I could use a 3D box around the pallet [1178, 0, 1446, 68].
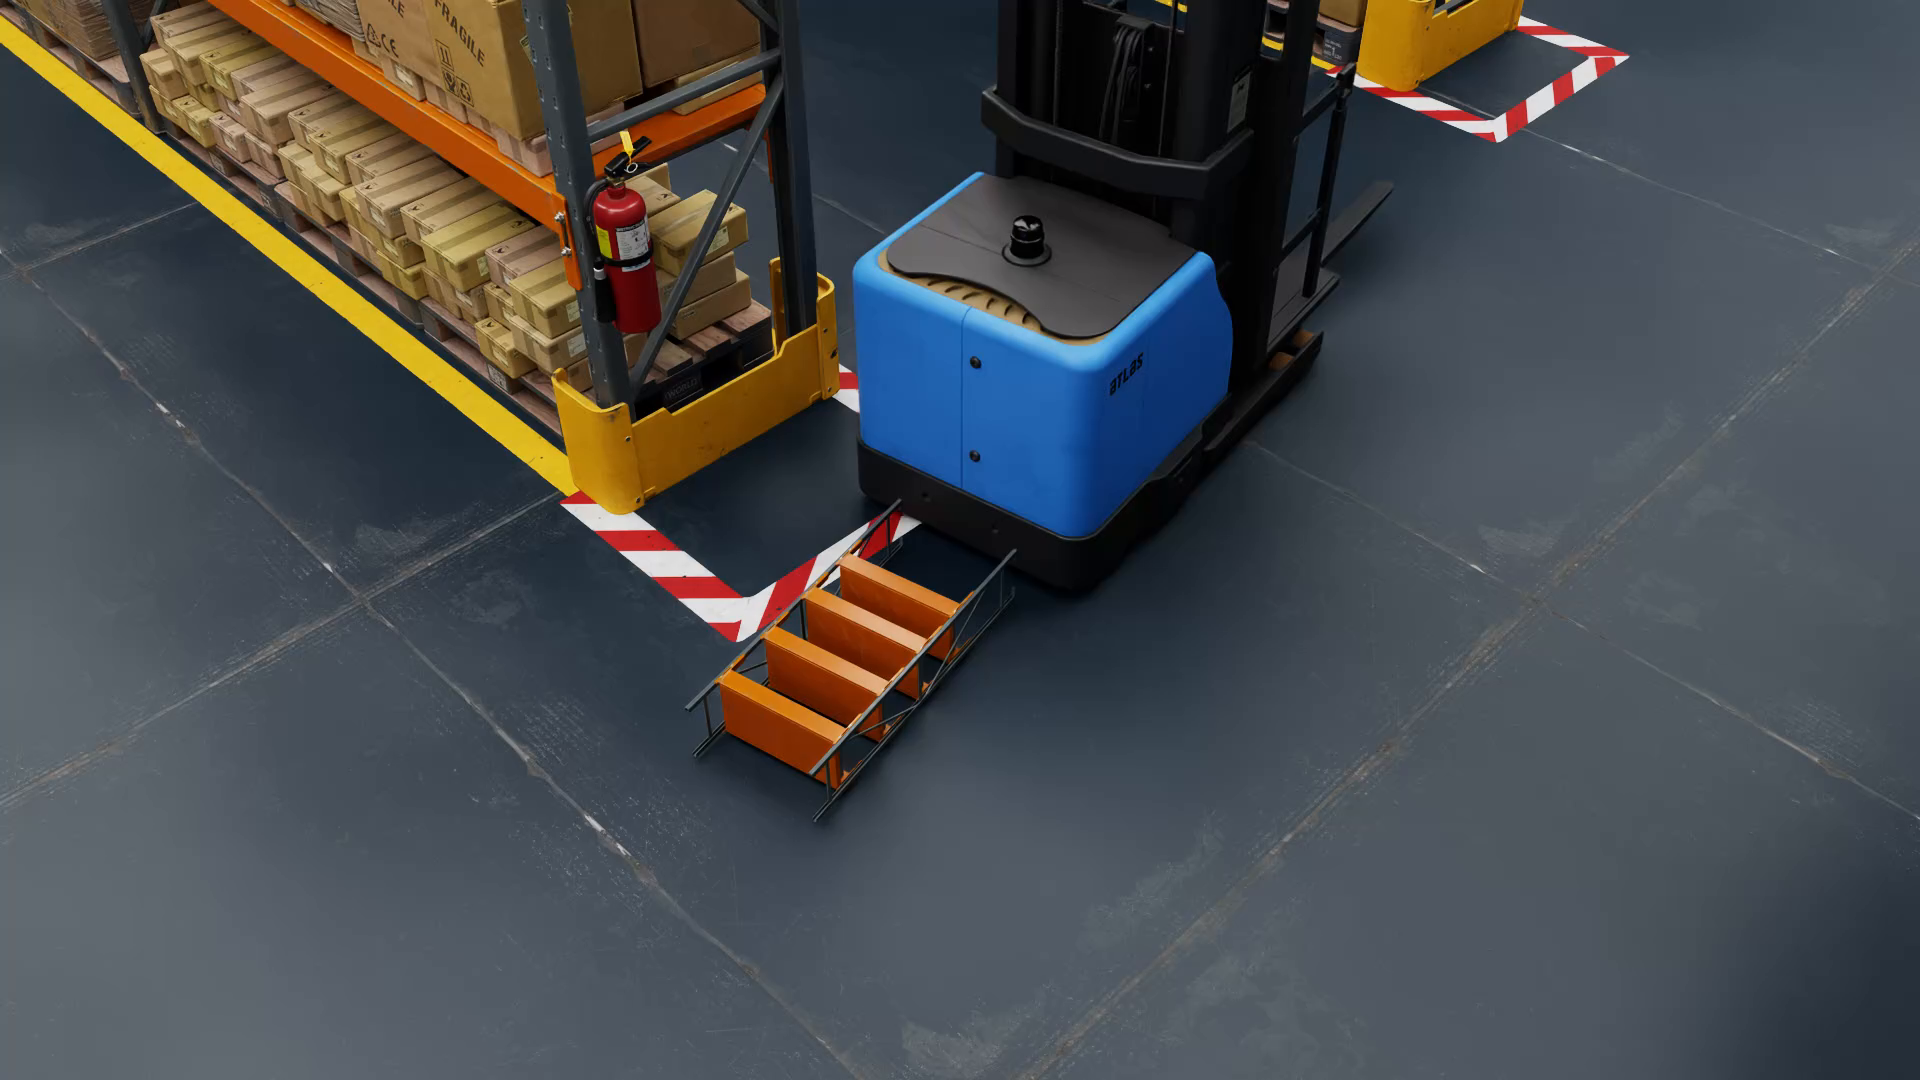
[{"bbox_3d":[2.009,-3.156,9.510,1.003,0.211,1.213,-34,53,-31],"label":"pallet"}]

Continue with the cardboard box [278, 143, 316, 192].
[{"bbox_3d":[-2.810,-1.711,7.464,0.250,0.149,0.380,34,52,31],"label":"cardboard box"}]

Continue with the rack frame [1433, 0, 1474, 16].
[{"bbox_3d":[2.629,-3.833,8.188,1.000,3.000,0.127,-34,53,-31],"label":"rack frame"}]

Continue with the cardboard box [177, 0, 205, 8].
[{"bbox_3d":[-4.113,-3.145,8.976,0.500,0.500,0.500,-32,51,-30],"label":"cardboard box"}]

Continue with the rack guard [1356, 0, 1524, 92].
[{"bbox_3d":[2.646,-2.904,9.024,1.175,0.500,0.348,-34,53,-31],"label":"rack guard"}]

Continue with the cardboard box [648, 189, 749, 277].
[{"bbox_3d":[-1.083,-1.245,6.740,0.250,0.149,0.380,32,51,30],"label":"cardboard box"}]

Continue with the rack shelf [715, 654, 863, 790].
[{"bbox_3d":[-0.550,0.595,5.390,0.480,0.258,0.148,24,48,24],"label":"rack shelf"}]

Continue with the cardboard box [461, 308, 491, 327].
[{"bbox_3d":[-1.852,-1.008,6.922,0.250,0.149,0.380,34,52,31],"label":"cardboard box"}]

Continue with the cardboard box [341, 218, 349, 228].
[{"bbox_3d":[-2.564,-1.511,7.467,0.380,0.149,0.250,-33,52,-30],"label":"cardboard box"}]

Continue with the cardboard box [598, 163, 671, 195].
[{"bbox_3d":[-1.450,-1.502,7.018,0.250,0.149,0.380,34,53,31],"label":"cardboard box"}]

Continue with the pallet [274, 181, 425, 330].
[{"bbox_3d":[-2.413,-1.510,7.729,1.003,0.211,1.213,-34,53,-31],"label":"pallet"}]

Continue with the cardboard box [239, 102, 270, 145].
[{"bbox_3d":[-3.121,-2.006,7.783,0.250,0.149,0.380,32,51,30],"label":"cardboard box"}]

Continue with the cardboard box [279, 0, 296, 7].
[{"bbox_3d":[-2.624,-2.325,6.741,0.380,0.149,0.250,-32,52,-30],"label":"cardboard box"}]

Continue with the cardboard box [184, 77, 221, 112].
[{"bbox_3d":[-3.507,-2.237,8.033,0.380,0.149,0.250,-34,52,-31],"label":"cardboard box"}]

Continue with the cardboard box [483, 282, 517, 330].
[{"bbox_3d":[-1.675,-0.989,6.682,0.250,0.149,0.380,33,52,31],"label":"cardboard box"}]

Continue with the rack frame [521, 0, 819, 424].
[{"bbox_3d":[-0.954,-1.505,5.668,1.000,3.000,0.127,-34,53,-31],"label":"rack frame"}]

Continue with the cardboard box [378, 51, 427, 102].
[{"bbox_3d":[-1.918,-1.796,6.168,0.380,0.149,0.250,-33,52,-30],"label":"cardboard box"}]

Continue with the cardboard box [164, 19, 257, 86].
[{"bbox_3d":[-3.529,-2.327,7.911,0.380,0.149,0.250,-31,51,-29],"label":"cardboard box"}]

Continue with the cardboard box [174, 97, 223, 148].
[{"bbox_3d":[-3.561,-2.077,8.079,0.380,0.149,0.250,-33,52,-30],"label":"cardboard box"}]

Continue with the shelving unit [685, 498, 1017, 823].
[{"bbox_3d":[-0.336,0.371,5.632,0.503,0.258,1.200,24,48,24],"label":"shelving unit"}]

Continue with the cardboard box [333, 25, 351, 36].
[{"bbox_3d":[-2.231,-2.095,6.492,0.250,0.149,0.380,32,51,30],"label":"cardboard box"}]

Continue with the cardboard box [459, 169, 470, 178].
[{"bbox_3d":[-2.111,-1.697,7.449,0.380,0.149,0.250,-31,51,-29],"label":"cardboard box"}]

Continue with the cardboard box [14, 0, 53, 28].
[{"bbox_3d":[-4.842,-3.144,8.975,0.500,0.500,0.500,33,52,30],"label":"cardboard box"}]

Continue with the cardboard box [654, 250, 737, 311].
[{"bbox_3d":[-1.142,-1.096,6.798,0.380,0.149,0.250,-32,51,-30],"label":"cardboard box"}]

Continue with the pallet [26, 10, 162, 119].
[{"bbox_3d":[-4.329,-2.776,9.099,1.003,0.211,1.213,-34,53,-31],"label":"pallet"}]

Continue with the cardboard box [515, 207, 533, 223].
[{"bbox_3d":[-2.014,-1.265,6.981,0.250,0.149,0.380,34,52,31],"label":"cardboard box"}]

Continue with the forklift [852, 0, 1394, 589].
[{"bbox_3d":[0.871,-1.863,6.106,1.130,2.935,3.031,26,48,25],"label":"forklift"}]

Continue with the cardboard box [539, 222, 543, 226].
[{"bbox_3d":[-1.623,-1.395,7.341,0.380,0.149,0.250,-33,52,-31],"label":"cardboard box"}]

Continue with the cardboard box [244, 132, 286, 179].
[{"bbox_3d":[-3.134,-1.885,7.870,0.250,0.149,0.380,33,52,31],"label":"cardboard box"}]

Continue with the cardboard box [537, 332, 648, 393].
[{"bbox_3d":[-1.473,-0.765,6.659,0.380,0.149,0.250,-33,52,-31],"label":"cardboard box"}]

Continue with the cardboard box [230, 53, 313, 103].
[{"bbox_3d":[-3.116,-2.115,7.681,0.250,0.149,0.380,33,52,30],"label":"cardboard box"}]

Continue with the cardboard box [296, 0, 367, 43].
[{"bbox_3d":[-2.178,-2.232,6.163,0.500,0.500,0.500,-34,52,-31],"label":"cardboard box"}]

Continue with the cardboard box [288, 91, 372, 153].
[{"bbox_3d":[-2.743,-1.862,7.407,0.250,0.149,0.380,32,51,30],"label":"cardboard box"}]

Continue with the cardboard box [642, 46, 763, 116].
[{"bbox_3d":[-0.950,-1.725,6.092,0.250,0.149,0.380,34,52,31],"label":"cardboard box"}]

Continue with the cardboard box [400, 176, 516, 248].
[{"bbox_3d":[-2.055,-1.330,6.832,0.250,0.149,0.380,32,52,30],"label":"cardboard box"}]

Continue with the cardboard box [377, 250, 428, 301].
[{"bbox_3d":[-2.260,-1.213,7.144,0.250,0.149,0.380,32,51,30],"label":"cardboard box"}]

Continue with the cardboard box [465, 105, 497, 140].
[{"bbox_3d":[-1.533,-1.571,5.925,0.250,0.149,0.380,34,53,31],"label":"cardboard box"}]

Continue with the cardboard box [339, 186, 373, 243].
[{"bbox_3d":[-2.440,-1.462,7.193,0.380,0.149,0.250,-31,51,-29],"label":"cardboard box"}]

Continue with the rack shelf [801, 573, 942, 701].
[{"bbox_3d":[-0.300,0.333,5.673,0.480,0.258,0.148,24,48,24],"label":"rack shelf"}]

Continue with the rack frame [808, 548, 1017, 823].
[{"bbox_3d":[-0.132,0.461,5.534,0.015,0.240,1.200,24,48,24],"label":"rack frame"}]

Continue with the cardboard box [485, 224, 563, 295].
[{"bbox_3d":[-1.644,-1.112,6.596,0.380,0.149,0.250,-33,52,-31],"label":"cardboard box"}]

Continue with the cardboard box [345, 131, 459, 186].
[{"bbox_3d":[-2.391,-1.612,7.137,0.250,0.149,0.380,32,52,30],"label":"cardboard box"}]

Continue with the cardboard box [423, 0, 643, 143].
[{"bbox_3d":[-1.453,-1.743,5.633,0.500,0.500,0.500,-33,52,-31],"label":"cardboard box"}]
